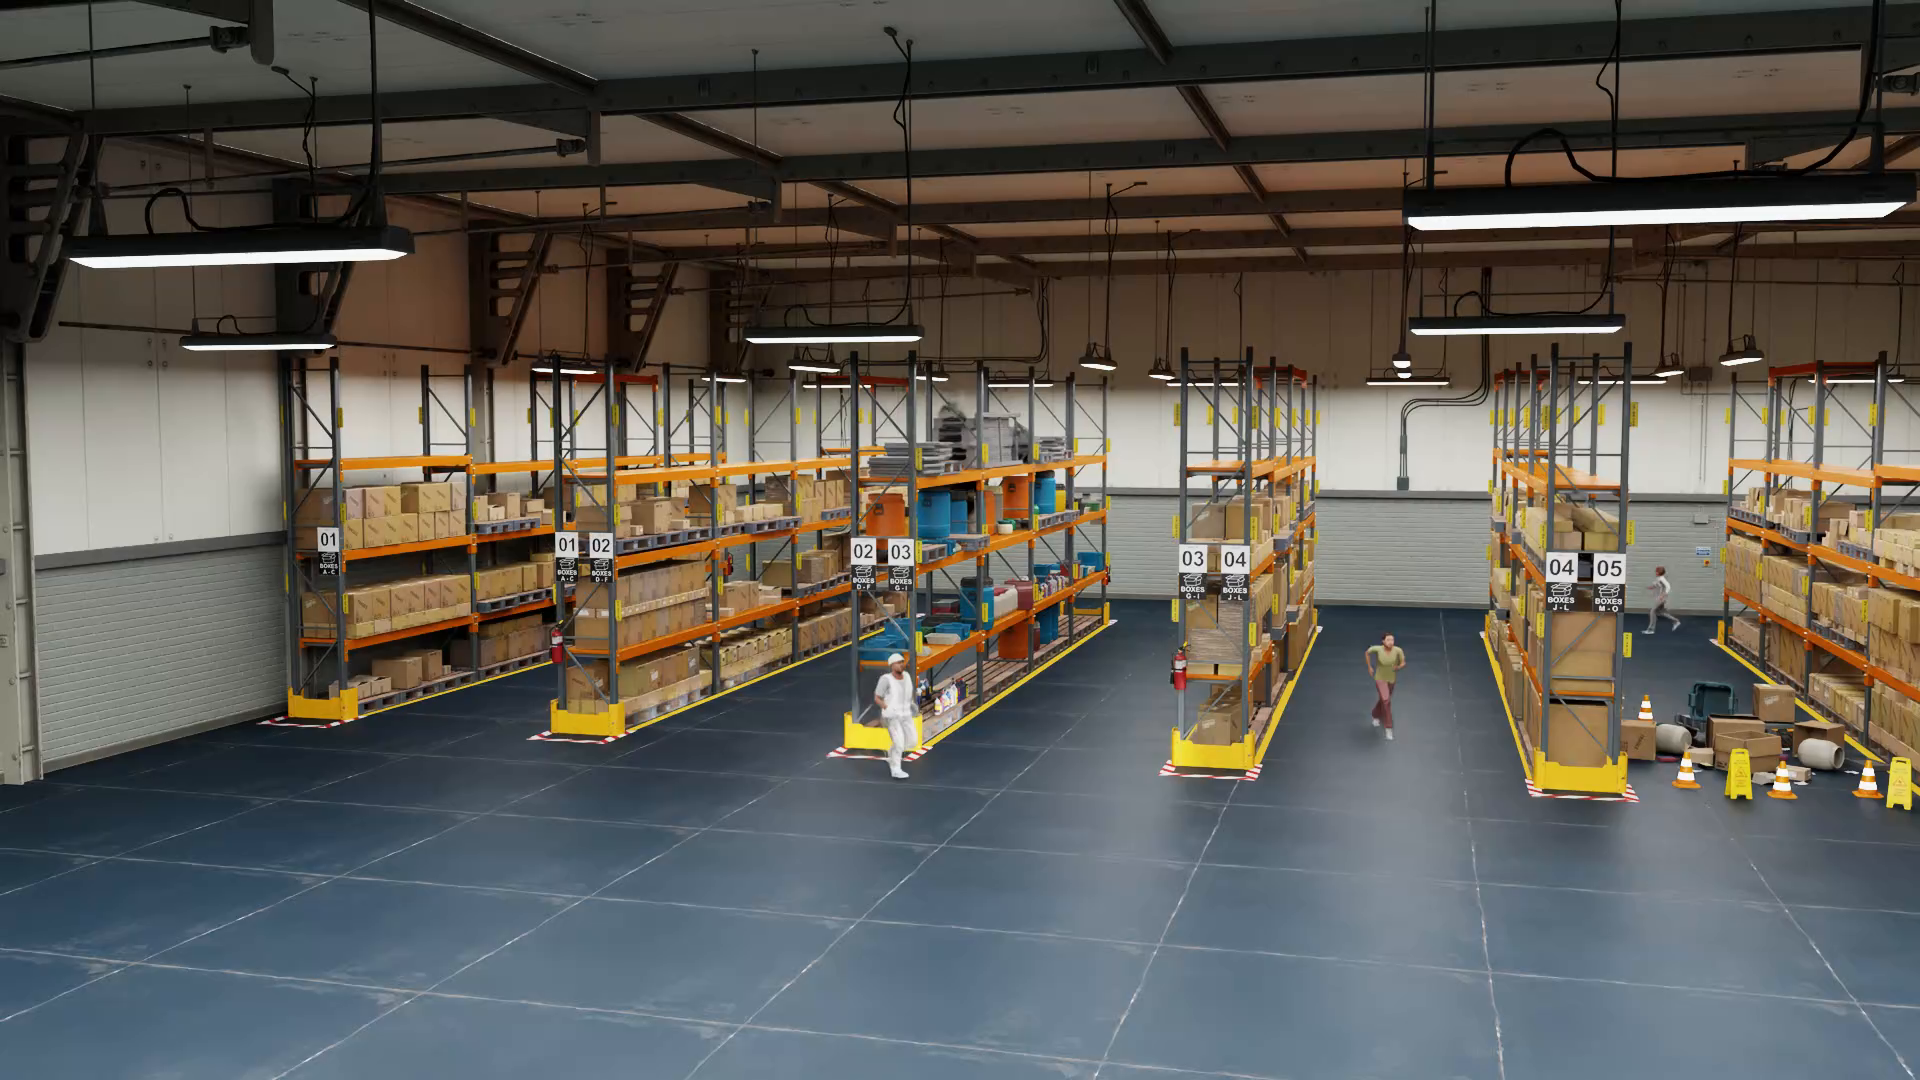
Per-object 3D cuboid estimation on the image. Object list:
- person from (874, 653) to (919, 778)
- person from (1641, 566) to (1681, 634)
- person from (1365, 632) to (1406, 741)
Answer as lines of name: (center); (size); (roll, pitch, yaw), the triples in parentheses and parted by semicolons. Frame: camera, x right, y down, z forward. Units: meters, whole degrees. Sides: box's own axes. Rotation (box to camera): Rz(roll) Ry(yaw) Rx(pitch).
person: (-0.877, 2.437, 23.103); (0.662, 1.736, 0.590); (-4, 5, -40)
person: (16.157, 1.387, 38.269); (0.834, 1.580, 0.539); (1, 4, 18)
person: (6.708, 2.258, 26.286); (0.579, 1.674, 1.020); (0, 4, -6)
